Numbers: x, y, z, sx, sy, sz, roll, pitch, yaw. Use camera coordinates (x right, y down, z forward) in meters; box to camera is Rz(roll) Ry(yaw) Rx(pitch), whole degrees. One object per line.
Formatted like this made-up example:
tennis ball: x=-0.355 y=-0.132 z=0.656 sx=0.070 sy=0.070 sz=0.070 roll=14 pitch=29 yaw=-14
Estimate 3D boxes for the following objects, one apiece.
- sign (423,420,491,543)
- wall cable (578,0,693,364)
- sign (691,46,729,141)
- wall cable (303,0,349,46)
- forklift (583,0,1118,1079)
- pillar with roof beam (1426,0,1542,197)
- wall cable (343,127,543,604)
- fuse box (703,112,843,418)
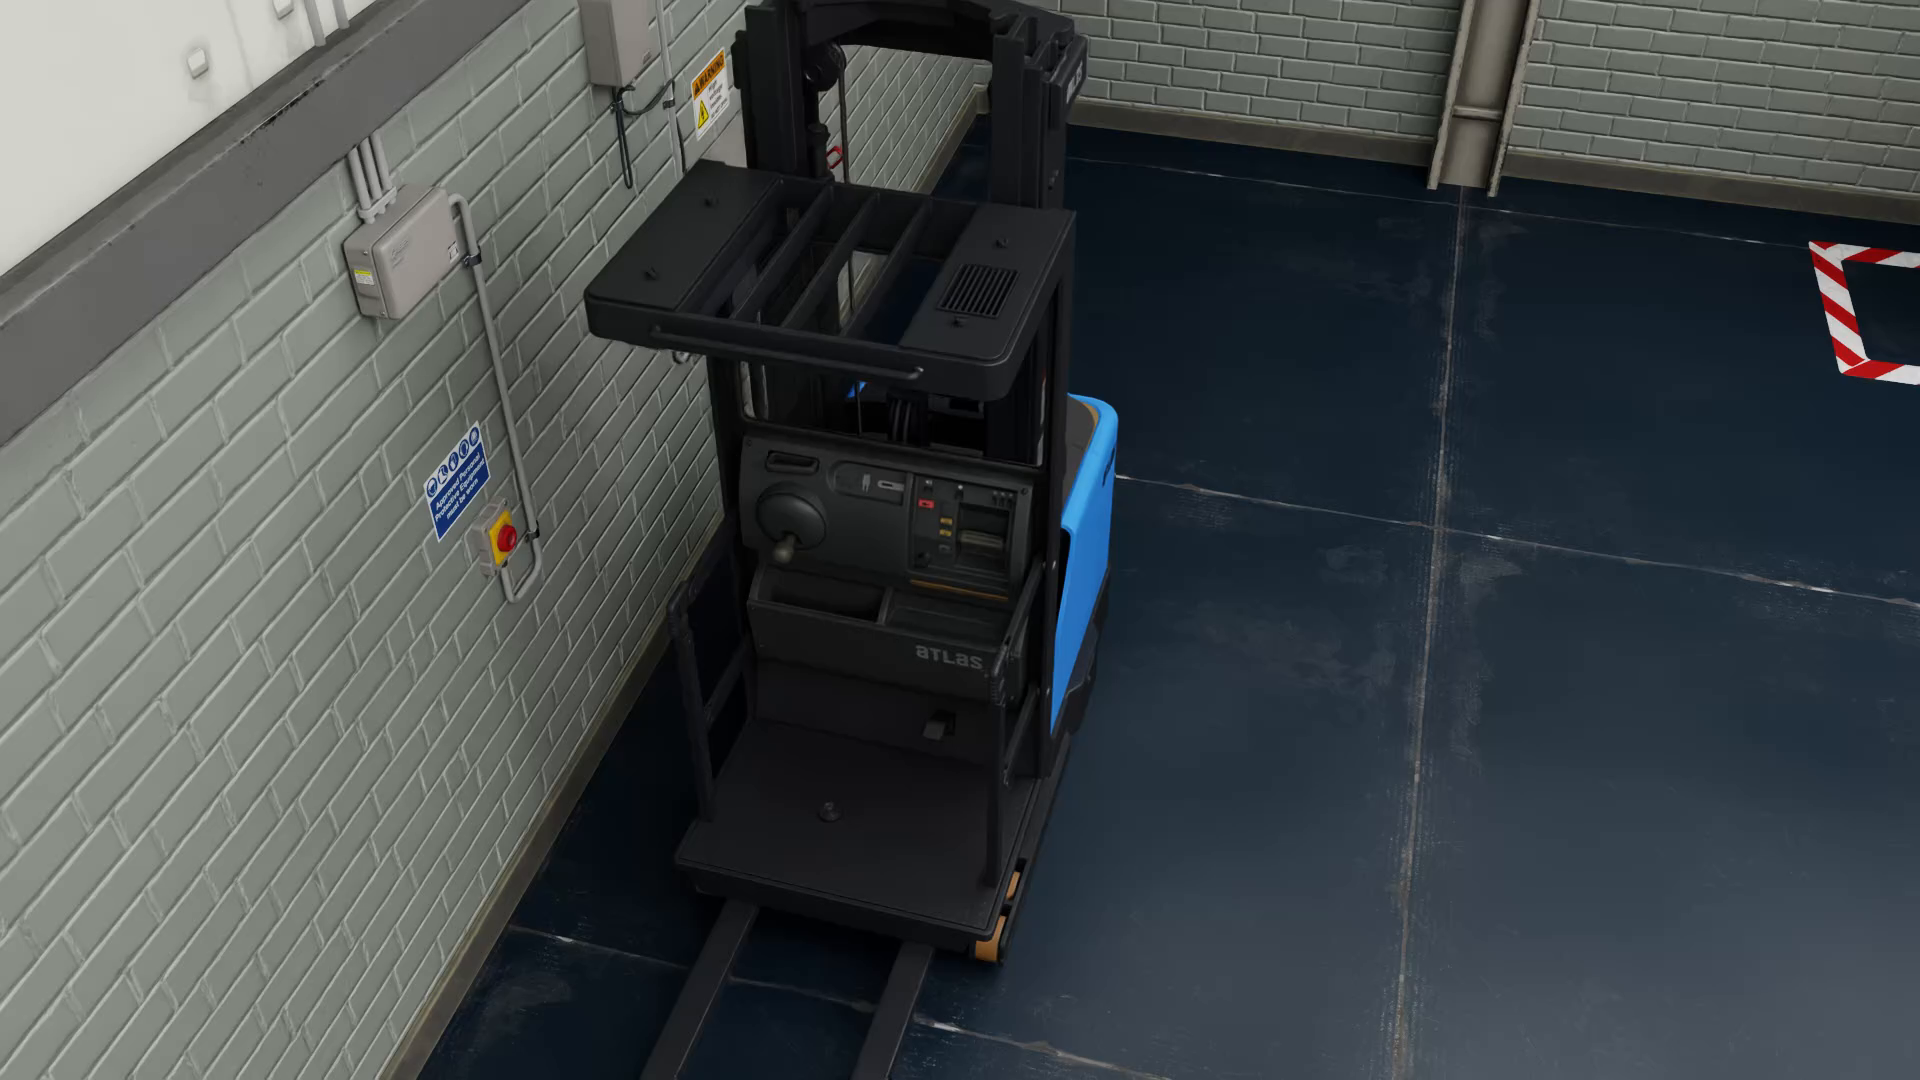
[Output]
sign: x=-1.483 y=-0.175 z=4.916 sx=0.001 sy=0.218 sz=0.327 roll=10 pitch=41 yaw=11
wall cable: x=-1.056 y=-1.363 z=5.751 sx=0.122 sy=1.984 sz=0.588 roll=10 pitch=41 yaw=11
sign: x=-0.942 y=-1.688 z=6.286 sx=0.001 sy=0.242 sz=0.339 roll=10 pitch=41 yaw=11
wall cable: x=-1.526 y=-2.236 z=2.915 sx=0.029 sy=3.000 sz=0.463 roll=10 pitch=41 yaw=11
forklift: x=-0.294 y=0.004 z=4.966 sx=1.130 sy=2.935 sz=3.031 roll=10 pitch=41 yaw=12
pillar with roof beam: x=1.836 y=-2.884 z=3.686 sx=0.400 sy=9.000 sz=9.100 roll=10 pitch=41 yaw=11
wall cable: x=-1.412 y=-0.492 z=4.689 sx=0.123 sy=1.953 sz=0.585 roll=10 pitch=41 yaw=11
fuse box: x=-0.728 y=-0.879 z=6.966 sx=0.414 sy=1.711 sz=0.539 roll=10 pitch=41 yaw=11
